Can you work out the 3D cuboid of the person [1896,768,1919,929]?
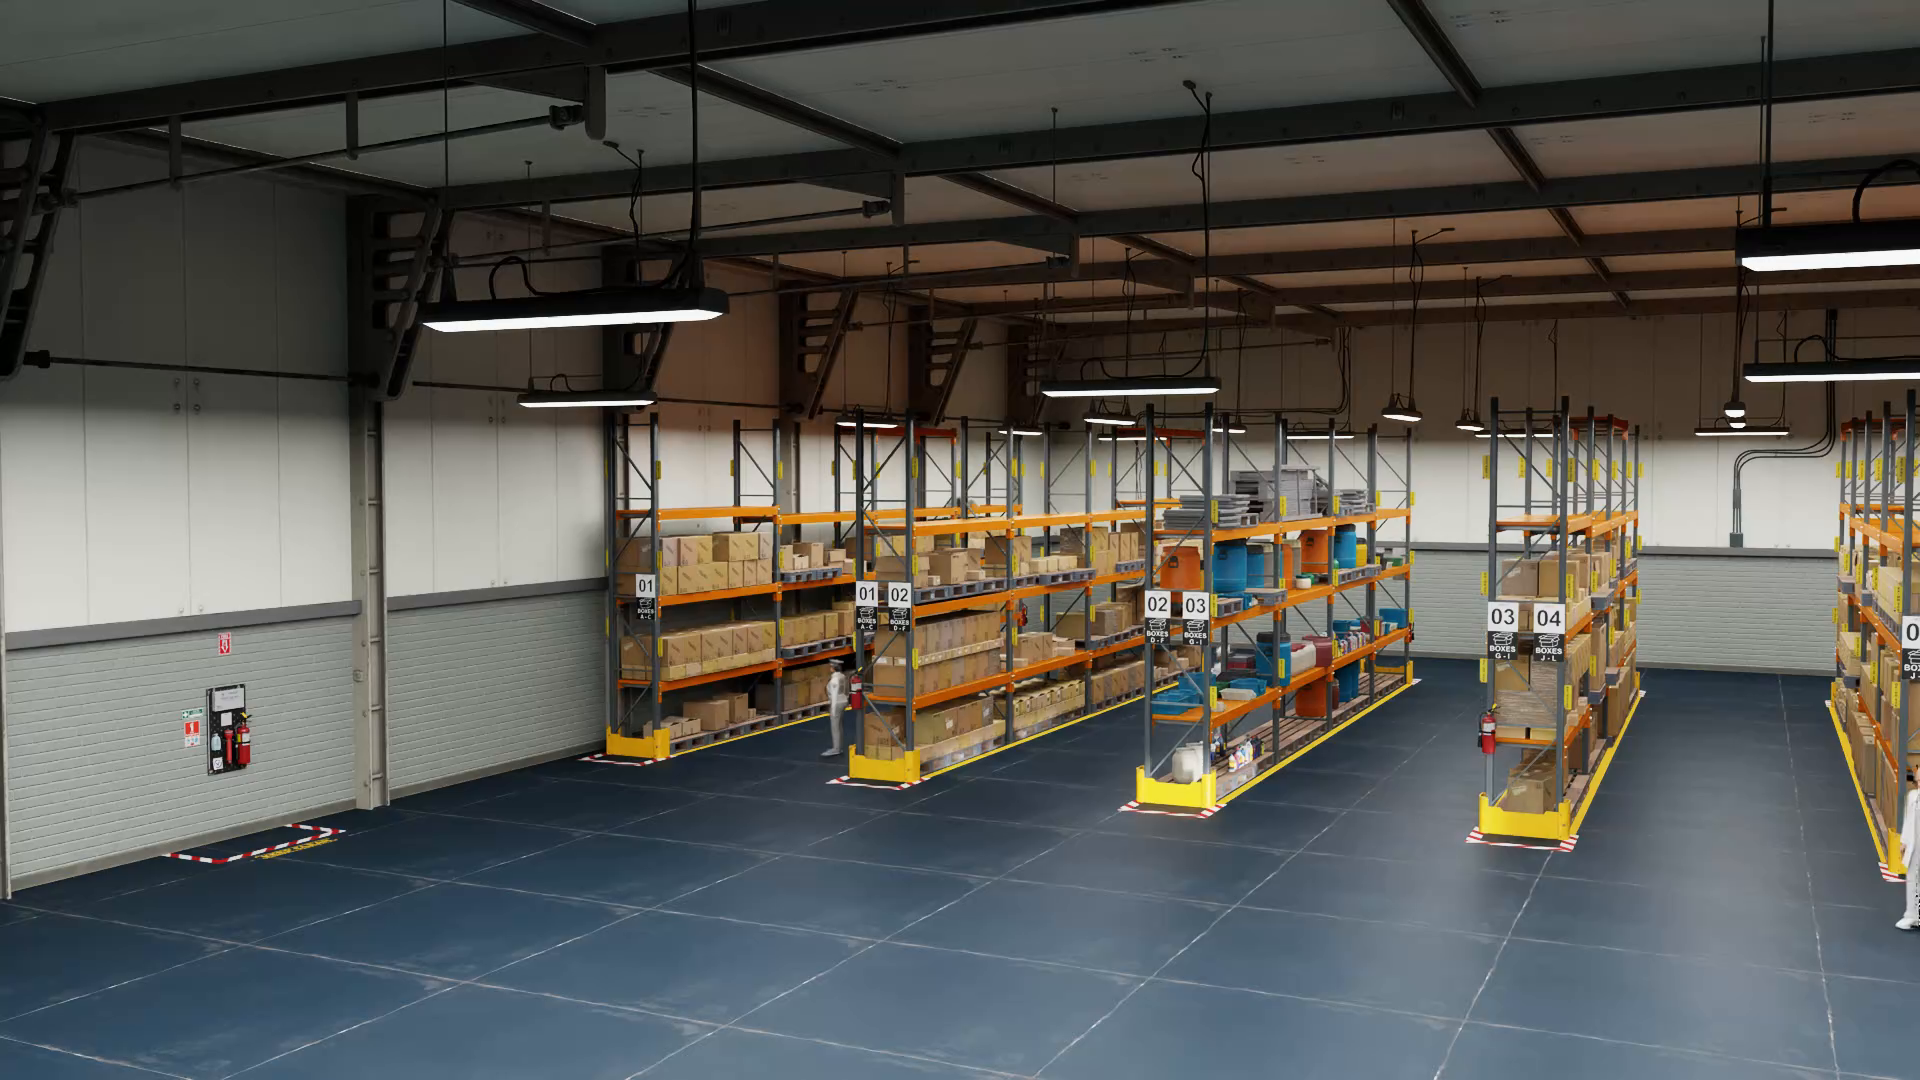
[{"bbox_3d":[10.428,3.347,18.000,0.429,1.779,0.631,-1,3,-23],"label":"person"}]

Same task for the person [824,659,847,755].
[{"bbox_3d":[-2.195,2.930,29.258,0.391,1.673,0.532,1,2,12],"label":"person"}]

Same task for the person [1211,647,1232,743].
[{"bbox_3d":[4.819,2.836,30.505,0.399,1.810,0.638,1,3,20],"label":"person"}]
